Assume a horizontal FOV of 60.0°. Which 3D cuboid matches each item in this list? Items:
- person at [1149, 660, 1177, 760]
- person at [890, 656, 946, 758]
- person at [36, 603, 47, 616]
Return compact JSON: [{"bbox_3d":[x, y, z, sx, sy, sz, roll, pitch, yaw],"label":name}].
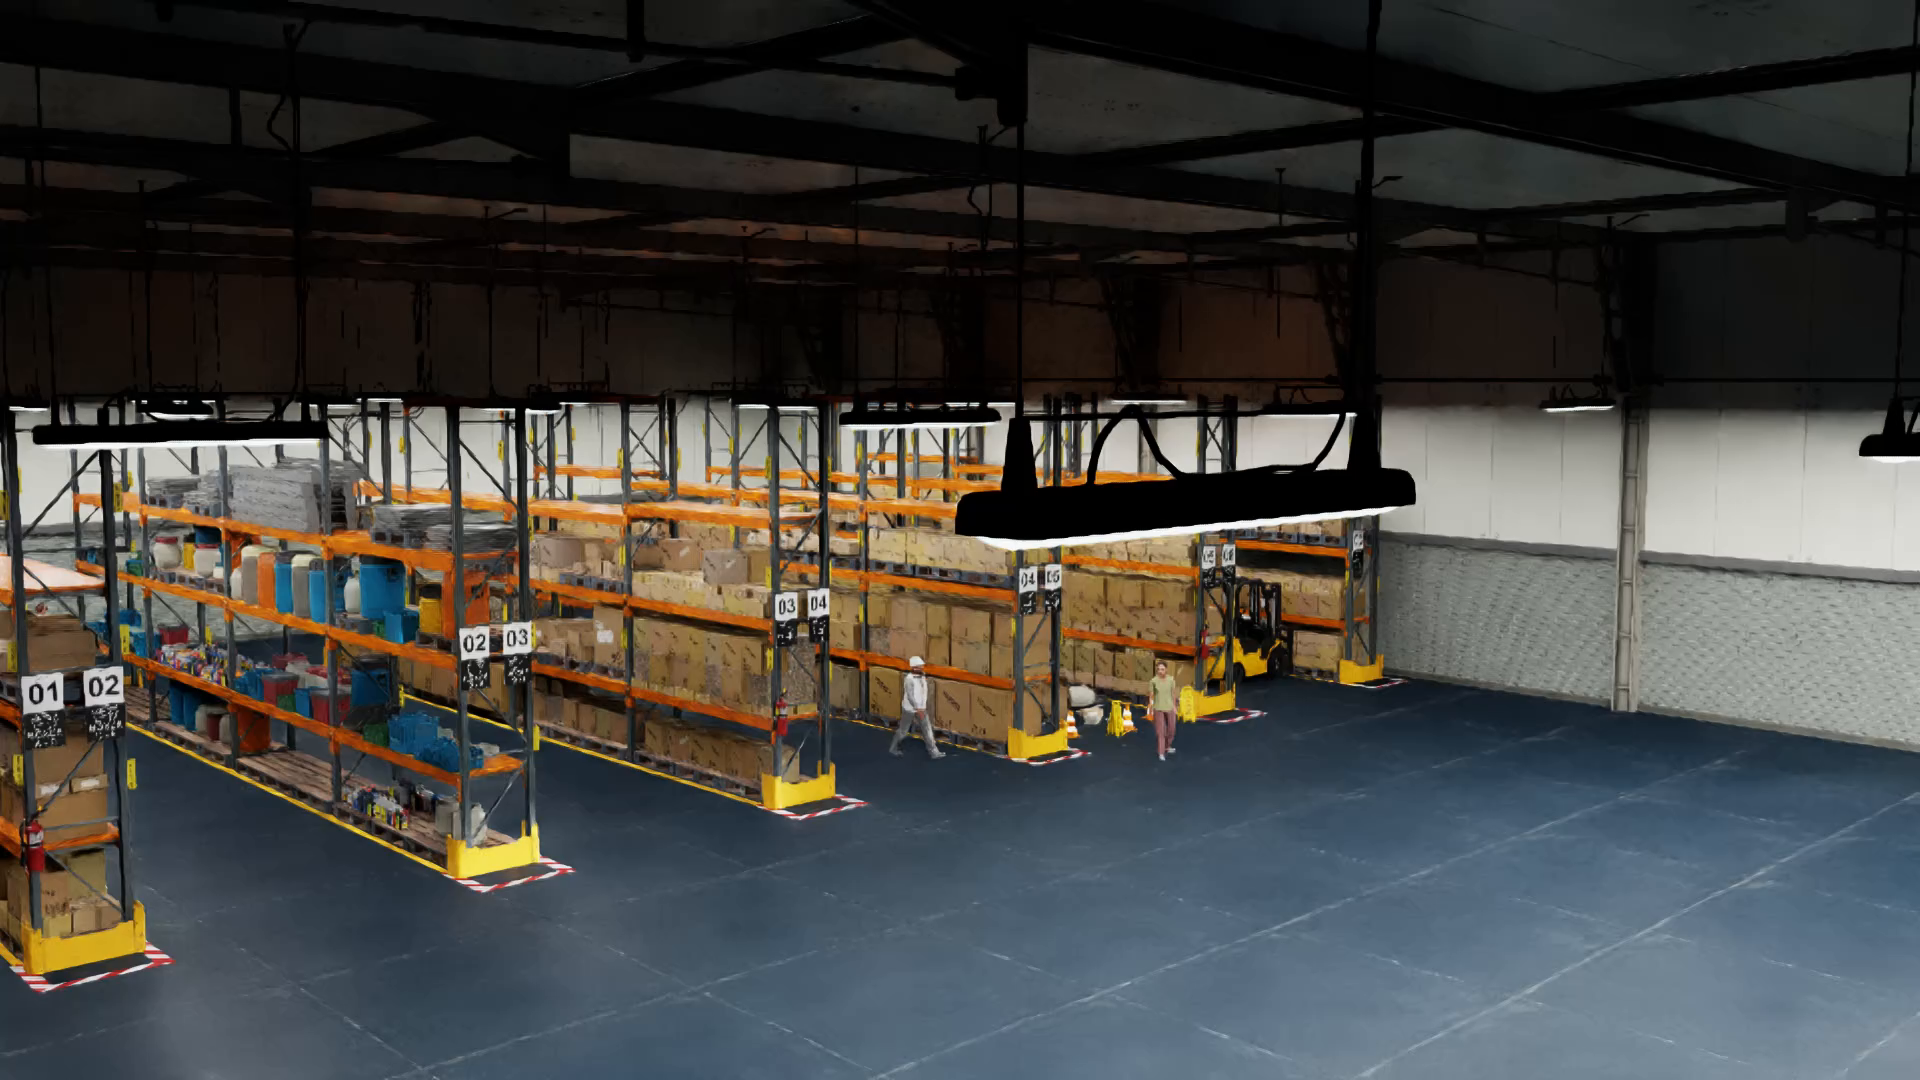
[{"bbox_3d":[3.401,2.821,27.866,0.511,1.655,0.541,-1,6,-7],"label":"person"},{"bbox_3d":[-0.737,2.789,27.734,1.026,1.715,0.538,4,7,38],"label":"person"},{"bbox_3d":[-19.602,2.136,35.266,0.472,1.588,0.589,0,6,2],"label":"person"}]
